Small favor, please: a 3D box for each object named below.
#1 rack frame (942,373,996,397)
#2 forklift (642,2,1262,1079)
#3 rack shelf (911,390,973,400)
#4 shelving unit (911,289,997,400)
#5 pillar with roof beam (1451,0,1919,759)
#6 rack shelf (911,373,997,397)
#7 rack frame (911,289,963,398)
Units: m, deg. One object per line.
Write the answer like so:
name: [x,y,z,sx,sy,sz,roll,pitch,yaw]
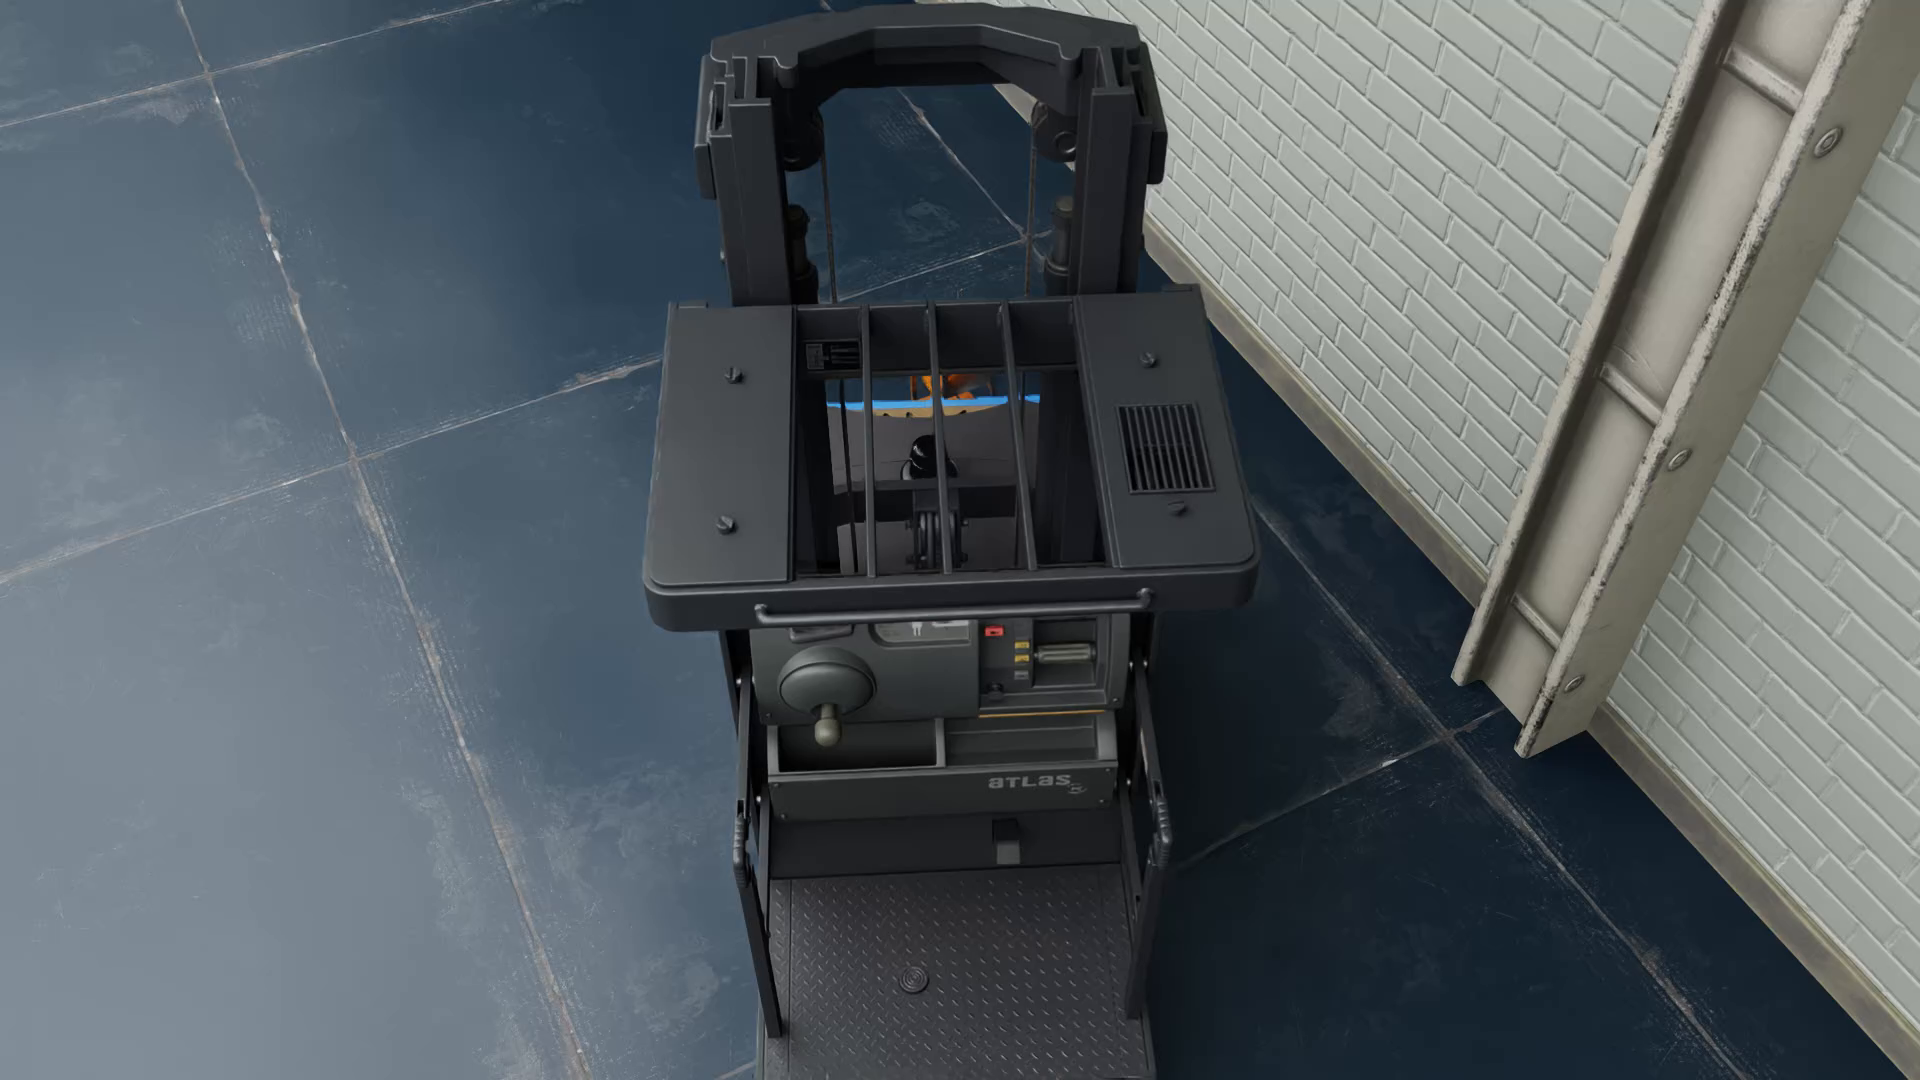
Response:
rack frame: [0.031,-0.300,5.815,0.200,1.050,0.008,-21,52,-18]
forklift: [-0.033,0.402,3.951,1.130,2.935,3.031,-2,49,-2]
rack shelf: [-0.025,-0.374,5.894,0.215,0.259,0.240,-21,52,-18]
shelving unit: [-0.025,-0.381,5.886,0.215,1.050,0.252,-21,52,-18]
pillar with roof beam: [-1.883,-0.925,1.081,9.100,9.000,0.400,-21,52,-18]
rack shelf: [-0.025,-0.561,5.680,0.215,0.259,0.240,-21,52,-18]
rack frame: [-0.080,-0.463,5.958,0.200,1.050,0.008,-21,52,-18]
